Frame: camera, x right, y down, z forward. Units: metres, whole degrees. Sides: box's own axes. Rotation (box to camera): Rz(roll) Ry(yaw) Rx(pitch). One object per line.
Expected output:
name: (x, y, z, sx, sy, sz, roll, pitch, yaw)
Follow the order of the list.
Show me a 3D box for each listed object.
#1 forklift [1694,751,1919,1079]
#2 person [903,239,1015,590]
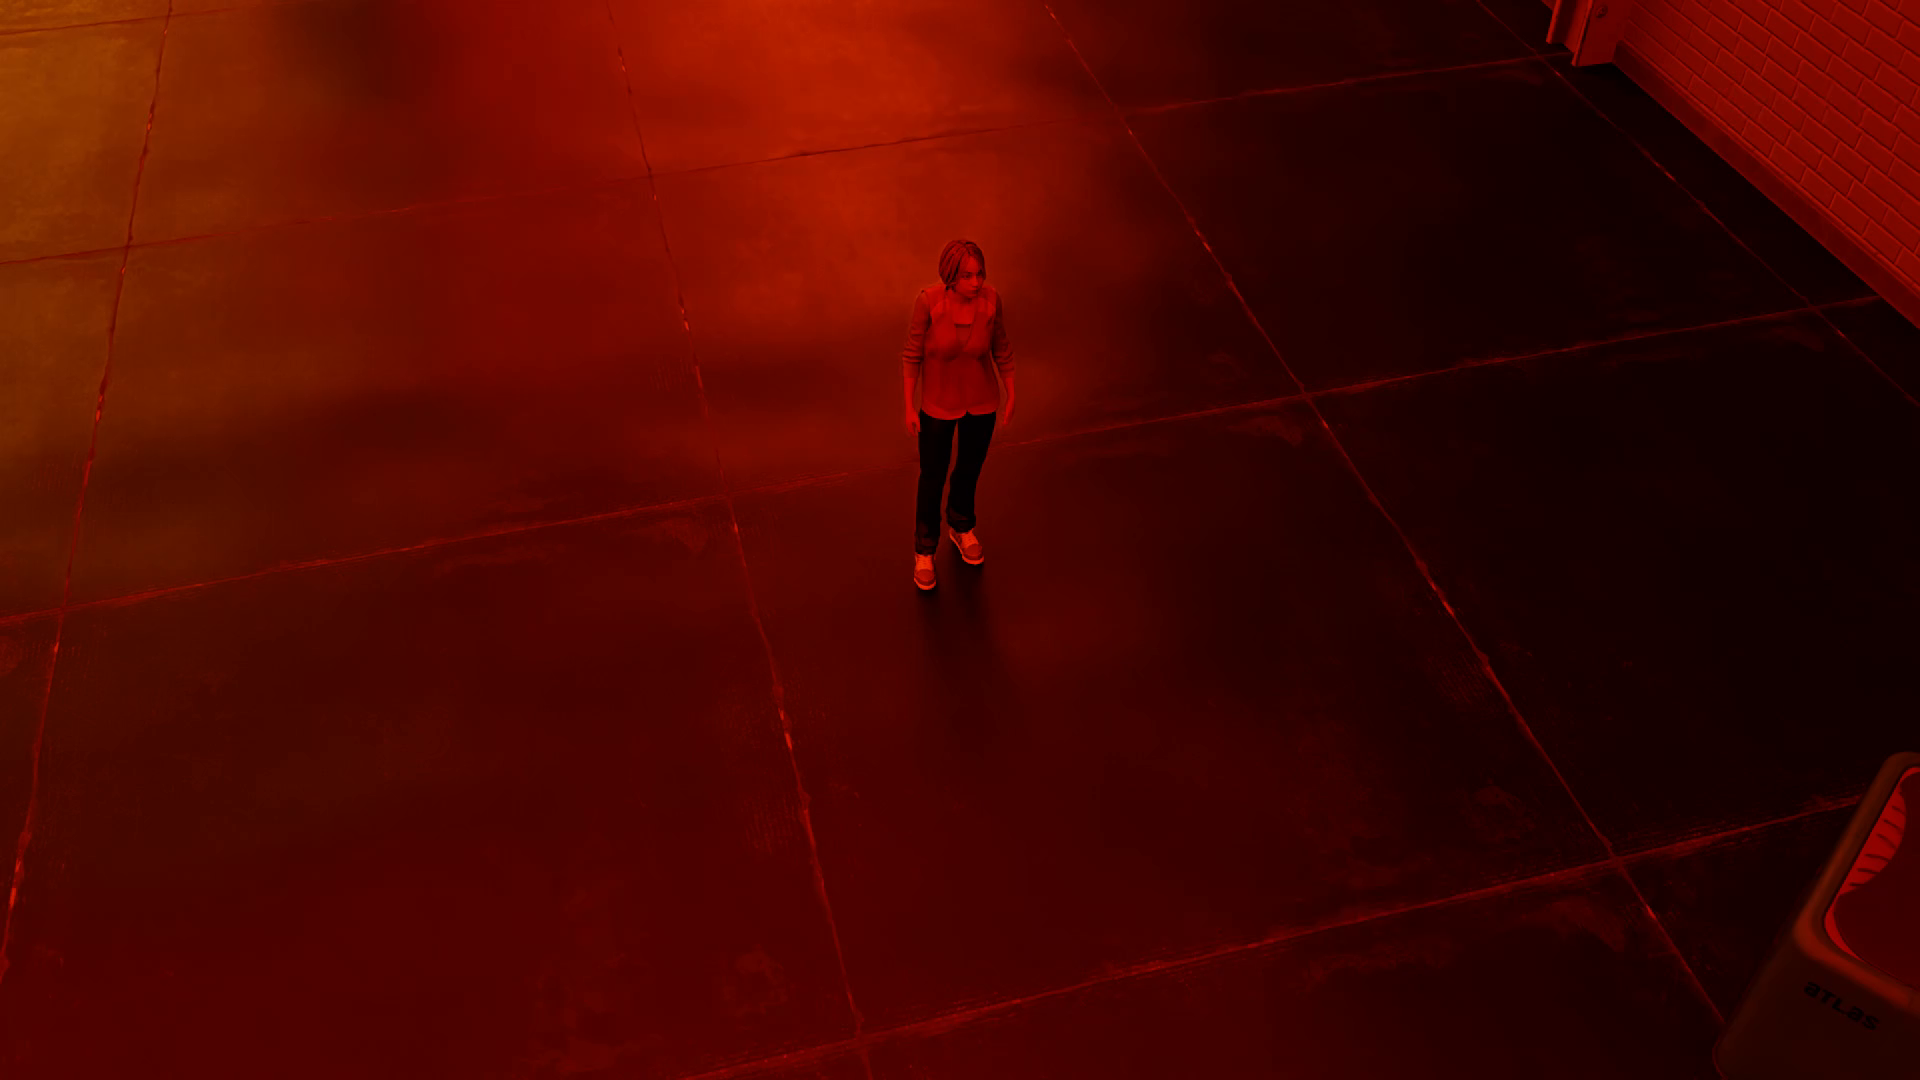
forklift: (3.944, 1.297, 4.273, 3.031, 2.935, 1.130, 30, 51, 28)
person: (0.005, -0.534, 7.170, 0.520, 1.599, 0.473, -10, 44, -11)
